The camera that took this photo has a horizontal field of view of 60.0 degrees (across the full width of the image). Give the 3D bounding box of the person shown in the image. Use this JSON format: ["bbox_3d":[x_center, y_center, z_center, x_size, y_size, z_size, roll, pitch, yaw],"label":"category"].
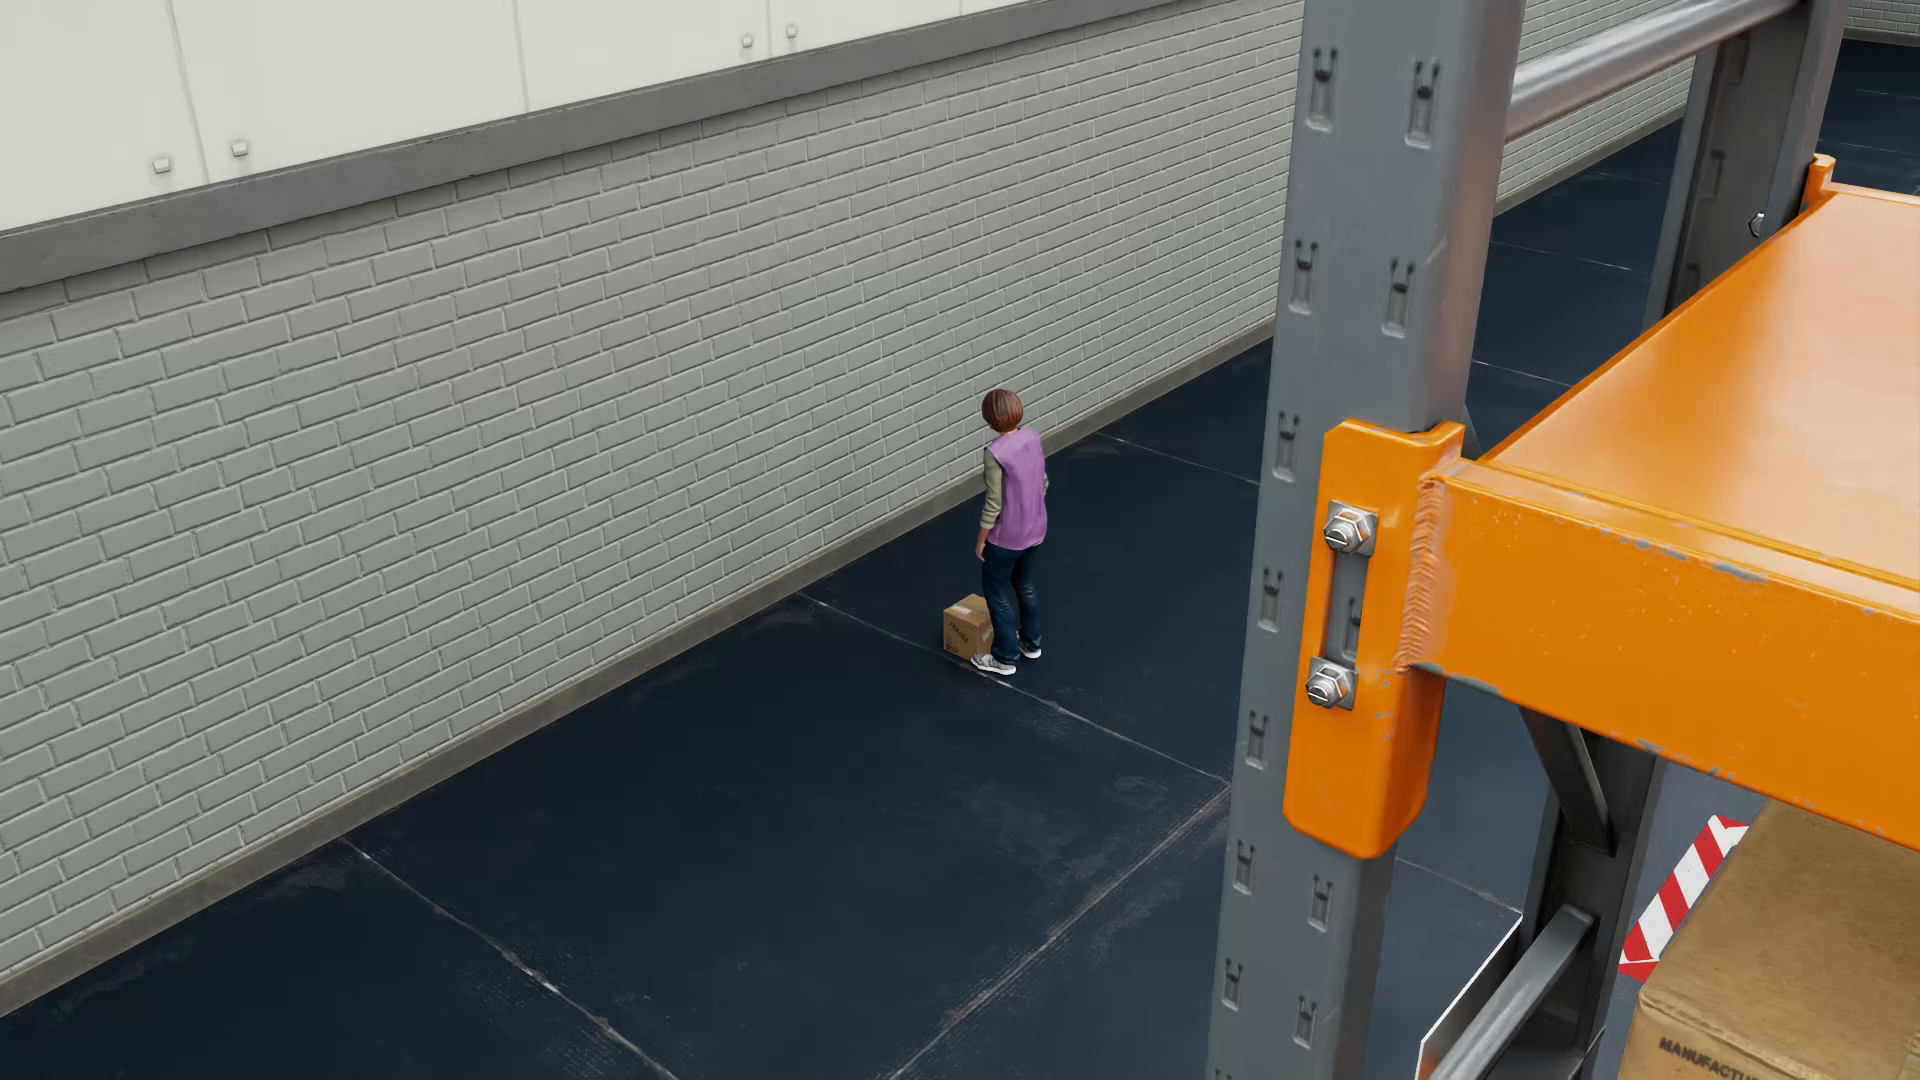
[{"bbox_3d":[0.266,-0.034,8.697,0.344,1.592,0.460,24,36,37],"label":"person"}]
